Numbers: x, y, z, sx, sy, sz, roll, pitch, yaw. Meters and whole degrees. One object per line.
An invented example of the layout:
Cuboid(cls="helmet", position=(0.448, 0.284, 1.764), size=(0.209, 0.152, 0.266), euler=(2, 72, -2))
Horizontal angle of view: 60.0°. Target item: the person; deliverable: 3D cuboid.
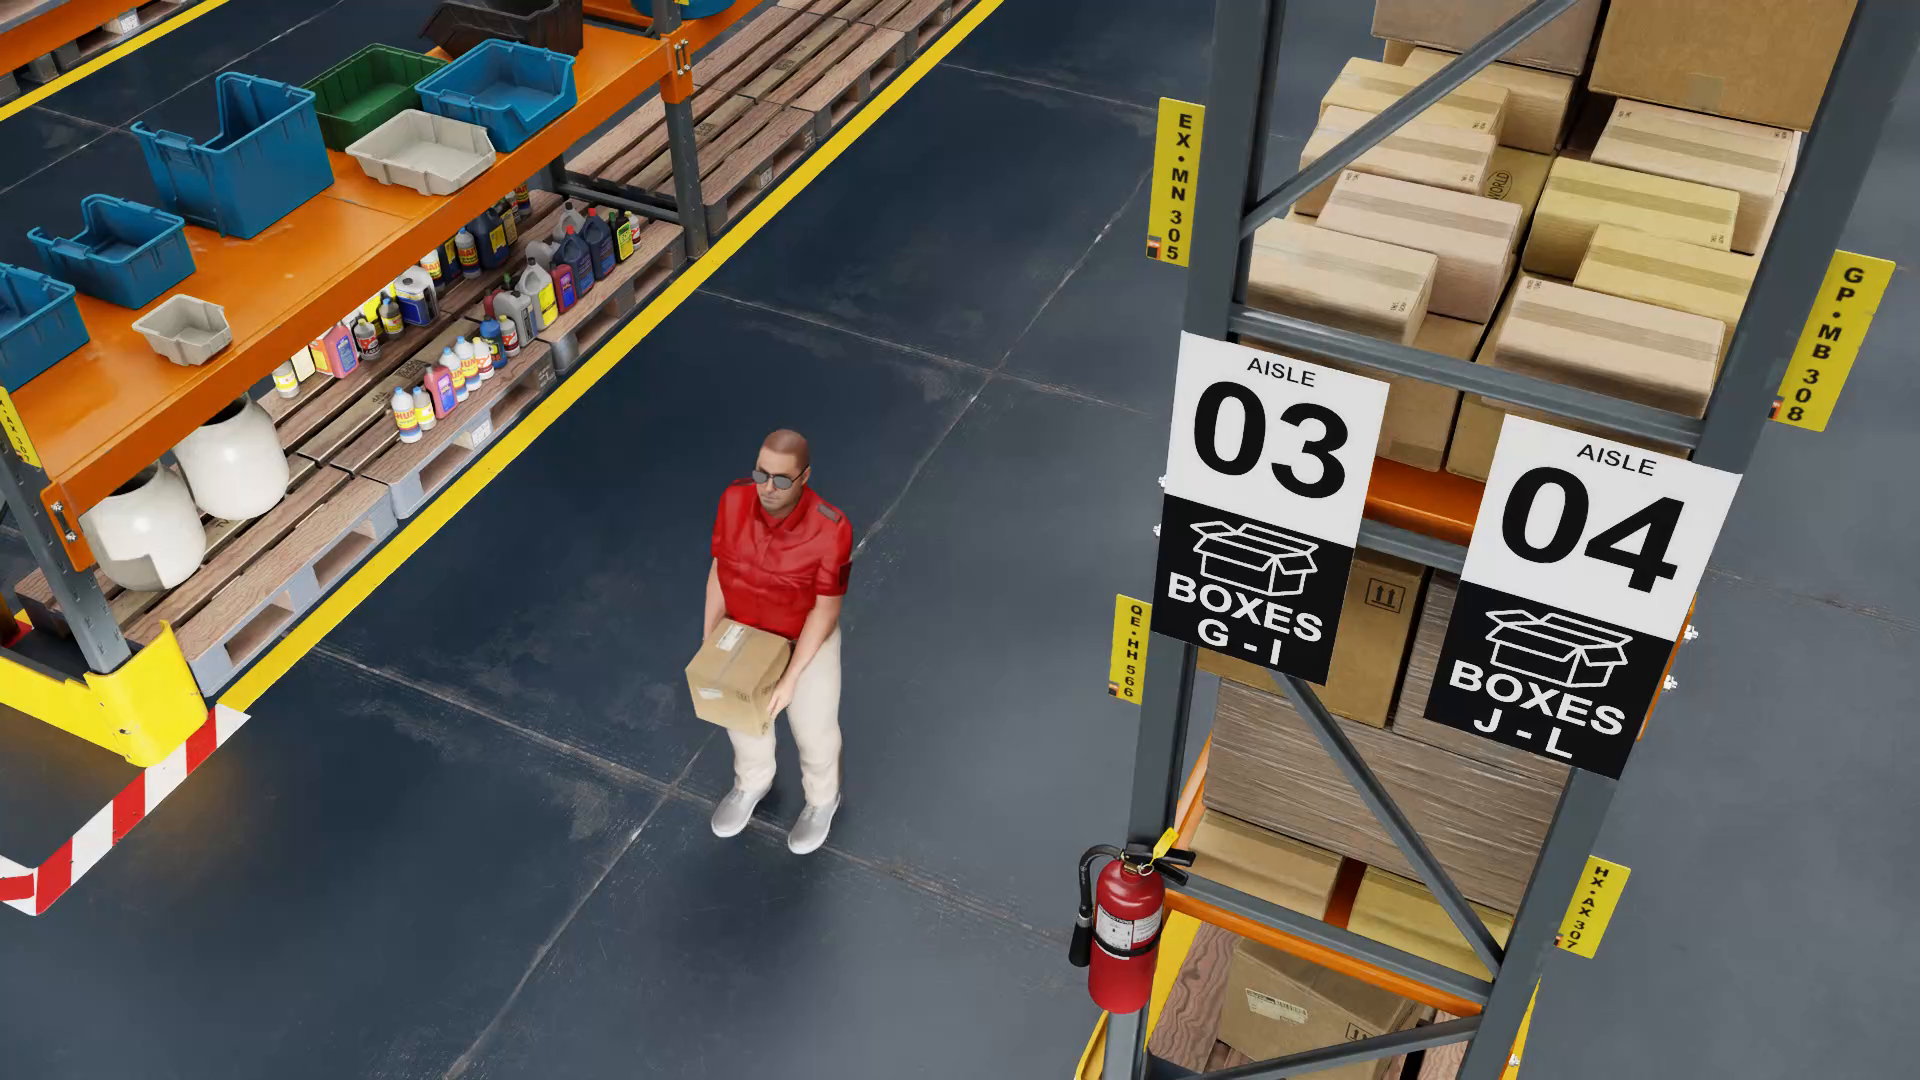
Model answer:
Cuboid(cls="person", position=(-0.636, 0.104, 5.445), size=(0.507, 0.918, 0.515), euler=(17, 45, 18))
